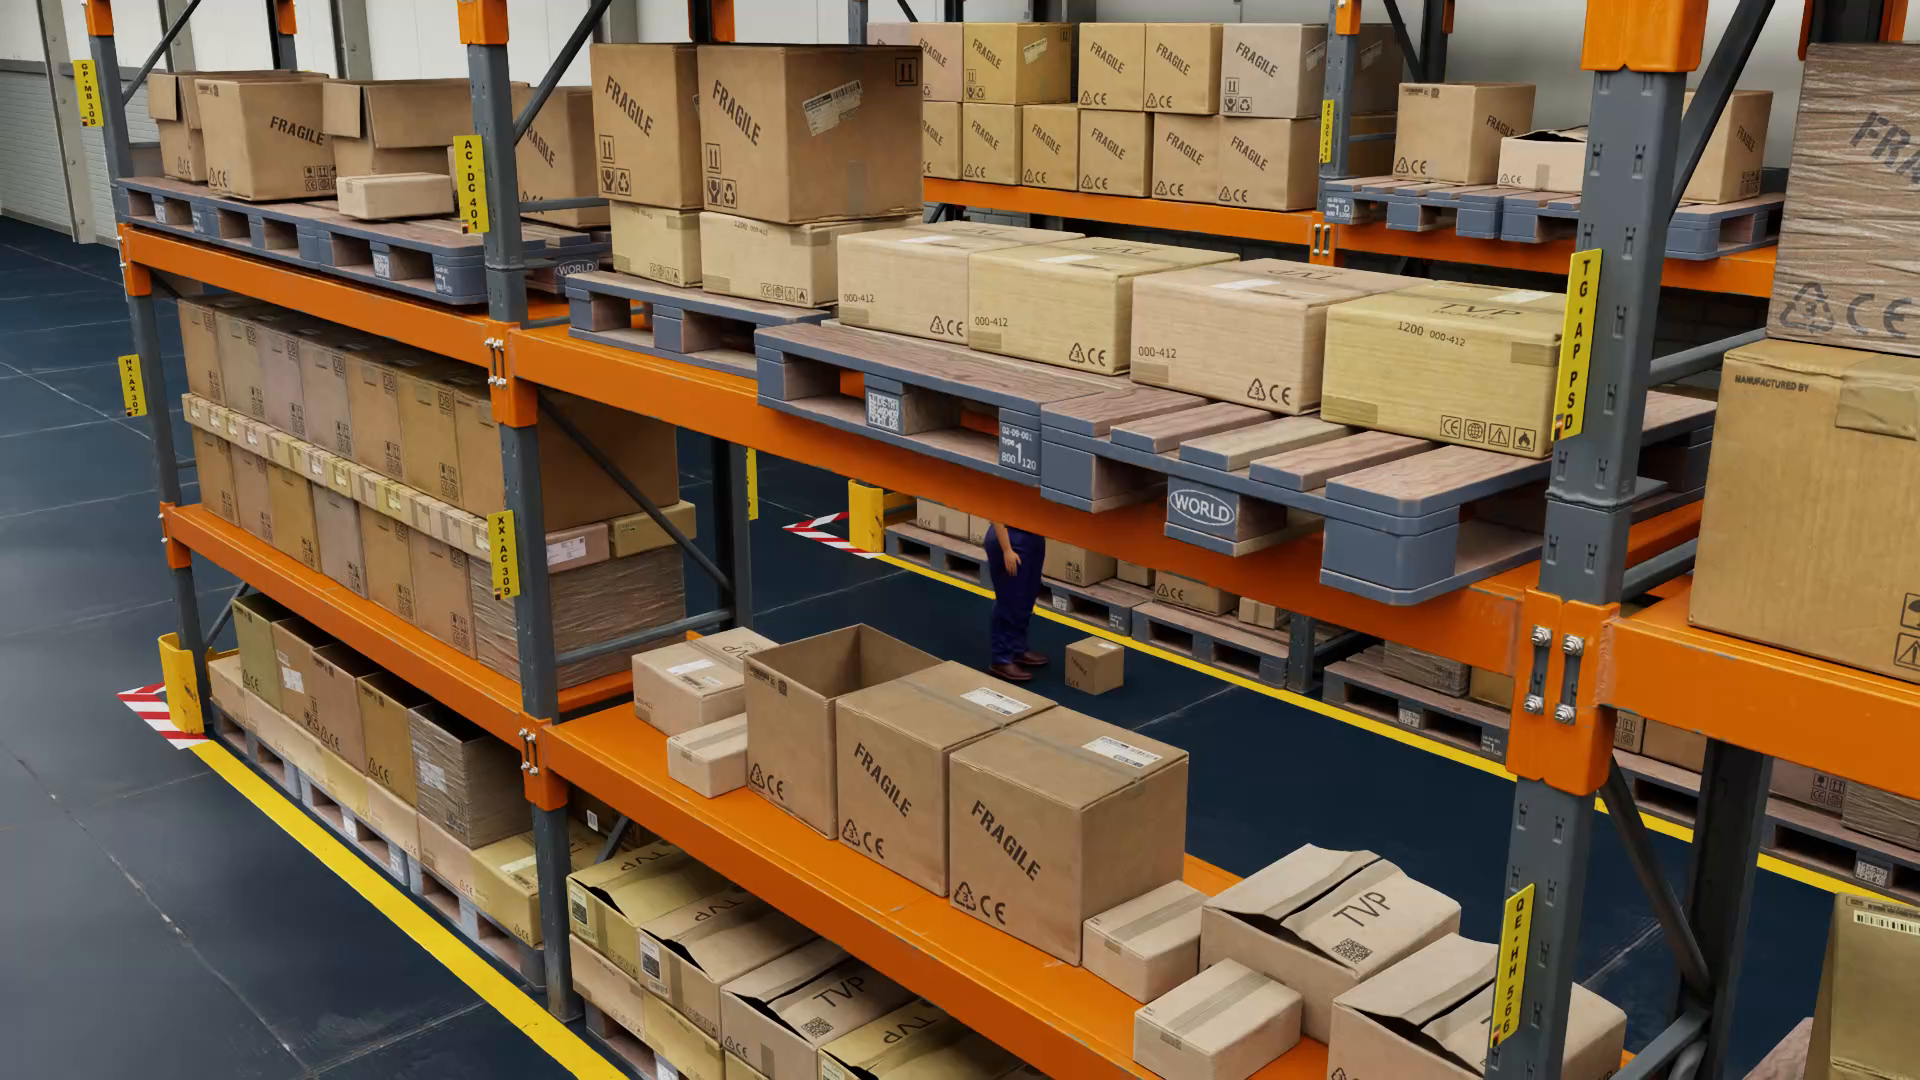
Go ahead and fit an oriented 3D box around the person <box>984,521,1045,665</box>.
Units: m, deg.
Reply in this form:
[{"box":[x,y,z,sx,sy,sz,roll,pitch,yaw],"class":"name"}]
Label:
[{"box":[0.352,-0.009,9.956,0.349,1.570,0.566,9,20,27],"class":"person"}]
